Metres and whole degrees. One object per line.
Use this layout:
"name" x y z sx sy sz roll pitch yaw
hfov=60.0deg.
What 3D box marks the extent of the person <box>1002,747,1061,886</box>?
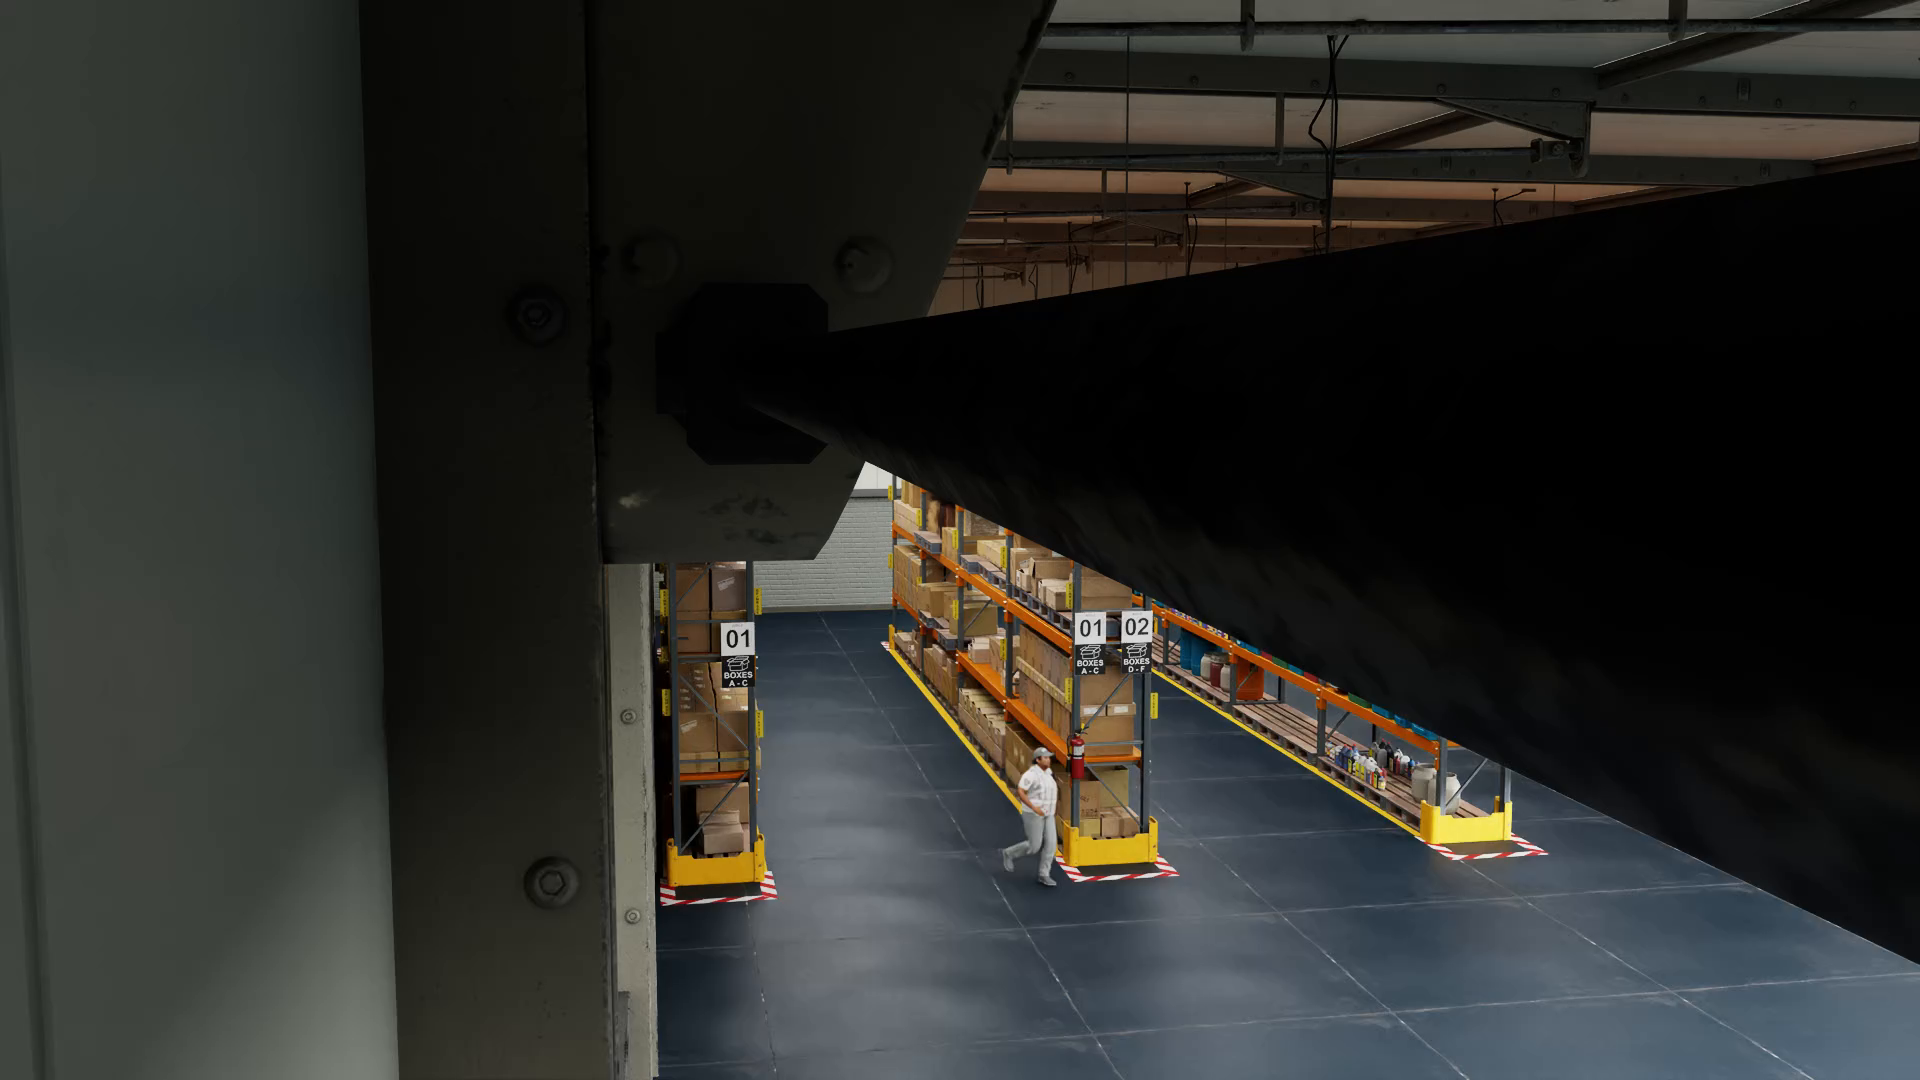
"person" 0.968 3.342 20.327 0.766 1.621 0.669 5 8 40
